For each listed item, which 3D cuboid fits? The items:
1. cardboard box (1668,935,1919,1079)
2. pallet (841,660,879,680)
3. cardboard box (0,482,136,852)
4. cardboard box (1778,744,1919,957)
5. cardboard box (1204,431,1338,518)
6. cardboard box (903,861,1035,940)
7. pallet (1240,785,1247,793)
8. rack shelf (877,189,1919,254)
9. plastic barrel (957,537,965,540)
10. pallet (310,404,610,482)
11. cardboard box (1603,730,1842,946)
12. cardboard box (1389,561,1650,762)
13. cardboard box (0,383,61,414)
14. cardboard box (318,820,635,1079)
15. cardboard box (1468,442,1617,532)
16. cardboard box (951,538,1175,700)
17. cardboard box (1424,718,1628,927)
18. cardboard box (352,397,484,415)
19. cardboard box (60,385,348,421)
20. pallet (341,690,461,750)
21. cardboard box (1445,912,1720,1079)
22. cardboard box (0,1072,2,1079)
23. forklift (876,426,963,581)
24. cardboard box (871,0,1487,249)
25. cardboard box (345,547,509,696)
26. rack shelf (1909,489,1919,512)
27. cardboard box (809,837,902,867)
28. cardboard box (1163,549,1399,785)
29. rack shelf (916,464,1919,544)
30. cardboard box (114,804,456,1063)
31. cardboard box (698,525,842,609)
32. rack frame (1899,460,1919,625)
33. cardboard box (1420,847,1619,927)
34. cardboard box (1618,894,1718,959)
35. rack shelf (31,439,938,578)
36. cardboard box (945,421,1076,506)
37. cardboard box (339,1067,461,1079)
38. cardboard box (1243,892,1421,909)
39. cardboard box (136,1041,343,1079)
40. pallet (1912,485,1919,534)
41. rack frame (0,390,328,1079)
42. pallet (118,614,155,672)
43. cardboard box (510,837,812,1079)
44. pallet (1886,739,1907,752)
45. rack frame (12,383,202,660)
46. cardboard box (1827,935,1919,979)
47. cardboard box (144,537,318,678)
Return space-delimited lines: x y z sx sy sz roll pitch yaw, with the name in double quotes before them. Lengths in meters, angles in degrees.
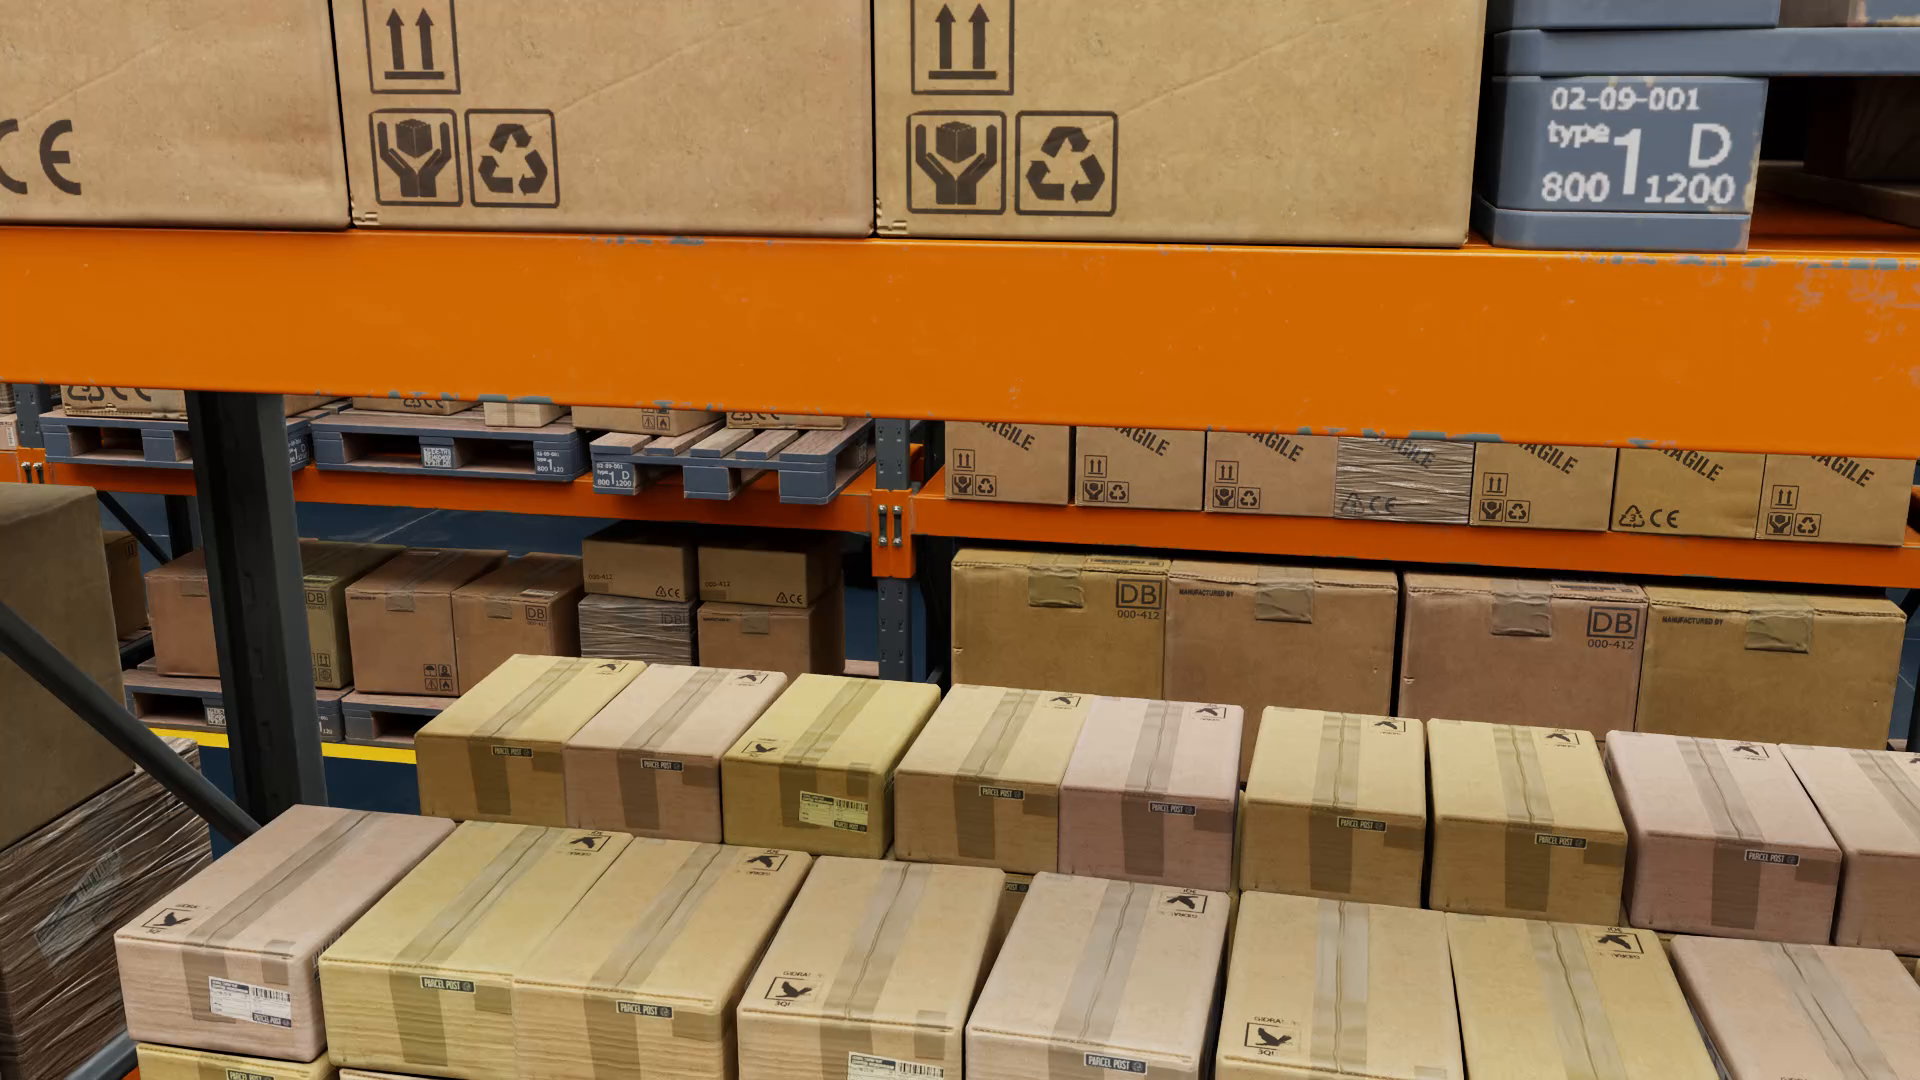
"cardboard box" 0.940 0.593 1.801 0.250 0.149 0.380 2 16 9
"pallet" -0.949 0.798 7.716 1.213 0.211 1.003 3 16 11
"cardboard box" -1.708 0.232 2.476 0.500 0.500 0.700 3 16 11
"cardboard box" 1.335 0.437 2.366 0.250 0.149 0.380 3 16 11
"cardboard box" 1.248 -0.402 6.637 0.500 0.500 0.500 3 16 10
"cardboard box" 0.070 0.511 2.654 0.250 0.149 0.380 3 16 11
"pallet" 1.766 0.967 7.105 1.213 0.211 1.003 3 16 11
"rack shelf" 0.689 -0.298 1.813 3.809 0.124 0.919 3 16 11
"plastic barrel" -0.112 -1.425 10.466 0.849 2.708 0.943 0 15 0
"pallet" -2.131 -0.506 7.559 1.213 0.211 1.003 3 16 11
"cardboard box" 1.088 0.423 2.415 0.250 0.149 0.380 4 16 13
"cardboard box" 2.230 0.454 6.926 0.875 0.875 1.225 3 16 9
"cardboard box" -4.531 -0.948 8.052 0.500 0.500 0.875 3 16 11
"cardboard box" -0.592 0.509 2.105 0.250 0.149 0.380 3 16 10
"cardboard box" 2.227 -0.347 6.438 0.500 0.500 0.500 3 16 10
"cardboard box" 0.489 0.360 7.268 0.875 0.875 1.225 2 16 8
"cardboard box" 0.823 0.410 2.463 0.250 0.149 0.380 4 16 13
"cardboard box" -2.386 -0.901 7.645 0.637 0.503 0.797 5 16 17
"cardboard box" -3.352 -1.129 7.539 1.000 1.000 1.000 3 16 11
"pallet" -2.140 0.732 7.952 1.213 0.211 1.003 3 16 11
"cardboard box" 0.676 0.579 1.851 0.270 0.149 0.393 4 16 13
"cardboard box" -1.961 0.702 2.650 1.009 0.500 1.038 3 16 11
"forklift" -19.394 -3.845 19.546 17.870 2.843 40.949 -14 20 -40
"cardboard box" 0.219 -0.556 1.572 0.500 0.500 0.500 3 16 11
"cardboard box" -2.493 0.374 7.881 0.500 0.500 0.700 2 16 6
"rack shelf" 5.697 0.033 6.100 3.809 0.052 0.919 3 16 11
"cardboard box" -0.175 0.498 2.703 0.250 0.149 0.380 3 16 12
"cardboard box" 1.361 0.409 7.089 0.875 0.875 1.225 3 16 11
"rack shelf" 1.777 -0.145 6.878 3.809 0.124 0.919 3 16 11
"cardboard box" -0.852 0.496 2.153 0.250 0.149 0.380 3 16 11
"cardboard box" -0.846 0.100 7.467 0.500 0.250 0.500 4 16 13
"rack frame" 3.736 -0.290 6.421 0.053 2.616 0.949 3 16 11
"cardboard box" 0.822 0.552 2.505 0.250 0.149 0.380 3 16 10
"cardboard box" 1.068 0.567 2.454 0.250 0.149 0.380 3 16 10
"rack shelf" -2.143 -0.264 7.672 4.000 0.370 1.077 3 16 11
"cardboard box" 0.239 -0.455 6.828 0.500 0.500 0.500 4 16 13
"cardboard box" -0.571 0.656 2.133 0.250 0.149 0.380 4 16 14
"cardboard box" 0.569 0.539 2.555 0.250 0.149 0.380 4 16 12
"cardboard box" -0.837 0.642 2.183 0.250 0.149 0.380 4 16 14
"pallet" 6.651 -0.150 11.137 1.213 0.211 1.003 3 16 11
"rack frame" -1.270 0.788 2.527 0.127 3.000 1.000 3 16 11
"pallet" -4.768 0.601 8.428 1.213 0.211 1.003 3 16 11
"cardboard box" -0.353 0.523 2.053 0.250 0.149 0.380 3 16 11
"pallet" 4.466 1.114 6.576 1.213 0.211 1.003 3 16 11
"rack frame" -4.103 -0.717 7.960 0.127 3.000 1.000 3 16 11
"cardboard box" 1.328 0.581 2.403 0.250 0.149 0.380 4 16 13
"cardboard box" -3.505 0.314 8.097 0.500 0.500 0.700 2 16 7
